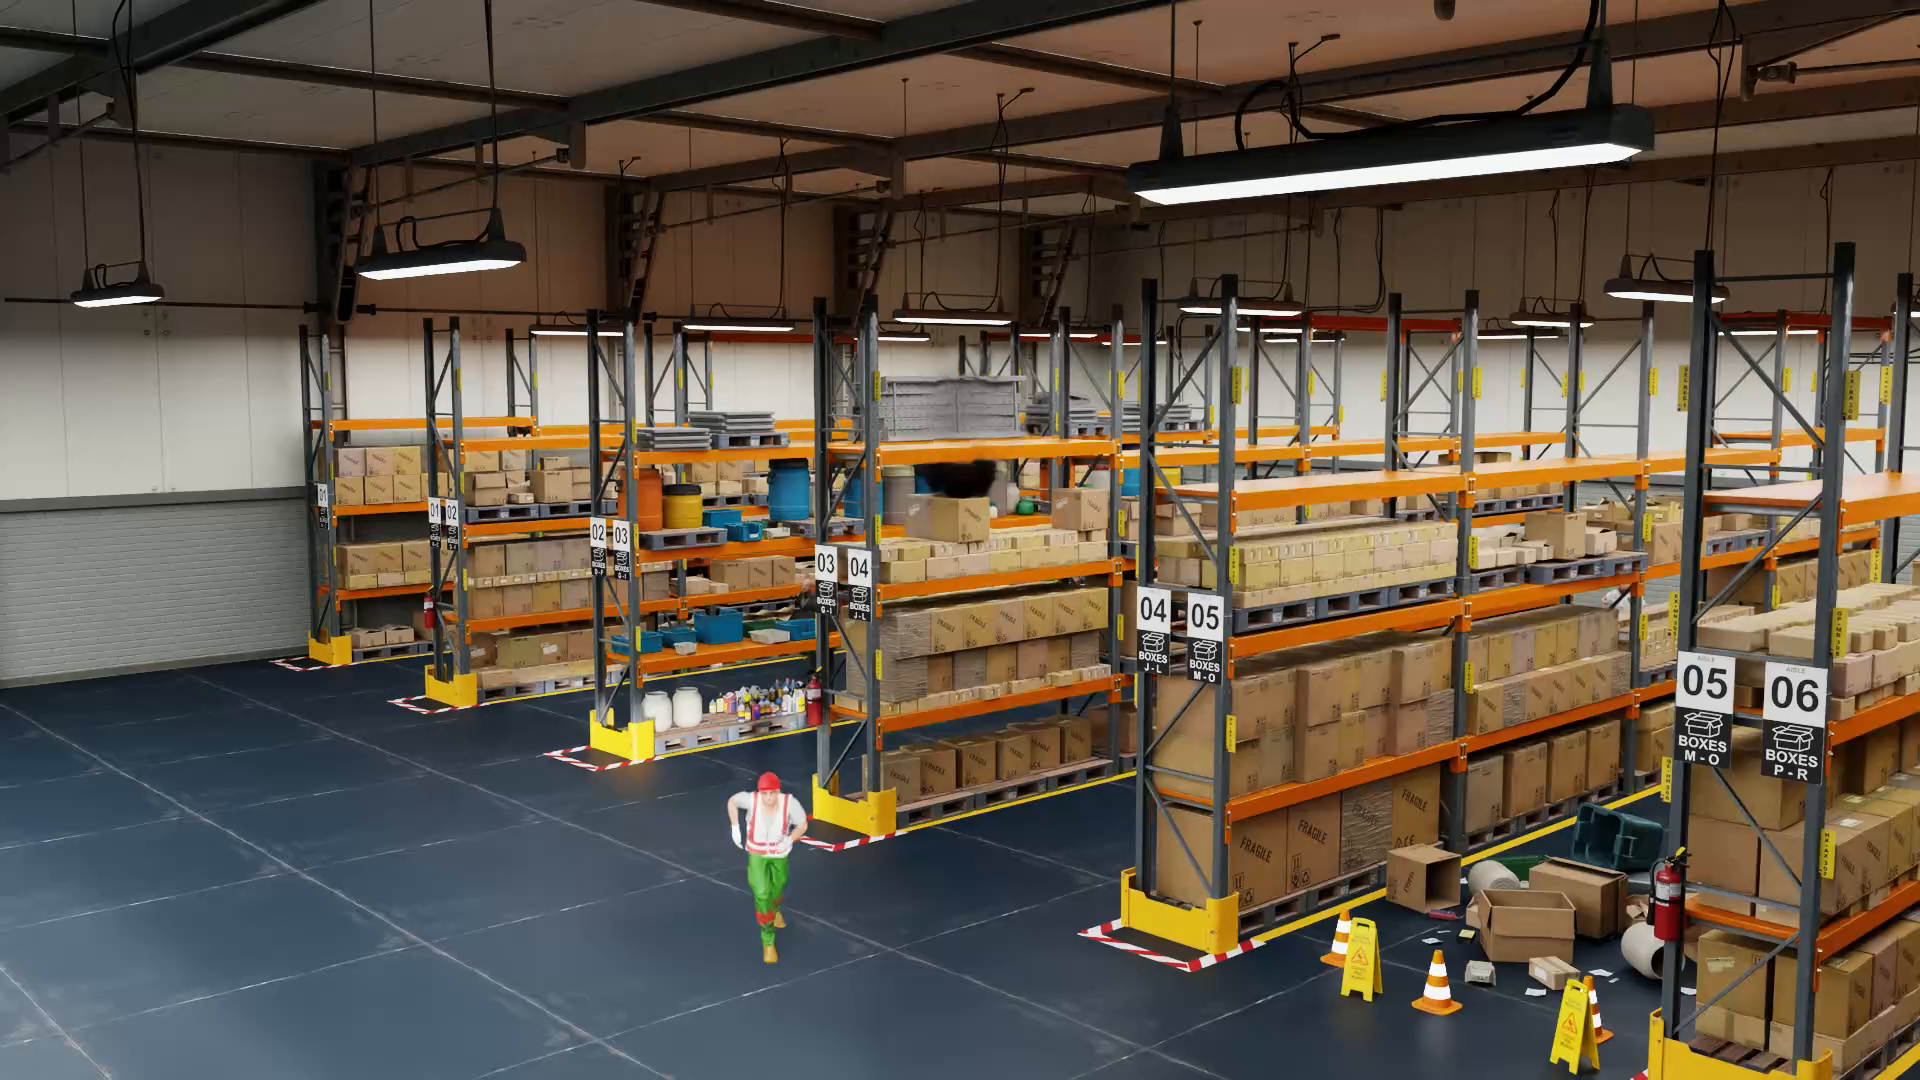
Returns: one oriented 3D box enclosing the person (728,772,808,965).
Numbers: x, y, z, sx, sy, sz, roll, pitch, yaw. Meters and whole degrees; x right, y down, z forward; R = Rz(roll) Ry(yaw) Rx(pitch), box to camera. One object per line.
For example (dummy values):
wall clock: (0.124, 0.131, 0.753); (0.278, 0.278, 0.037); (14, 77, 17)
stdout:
person: (-1.714, 2.848, 14.901); (0.706, 1.732, 1.054); (0, 6, -5)

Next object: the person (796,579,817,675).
person: (-2.576, 1.484, 28.239); (0.662, 1.662, 0.597); (3, 6, 27)

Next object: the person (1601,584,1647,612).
person: (11.237, 1.450, 28.229); (0.796, 1.742, 0.618); (4, 7, 34)
